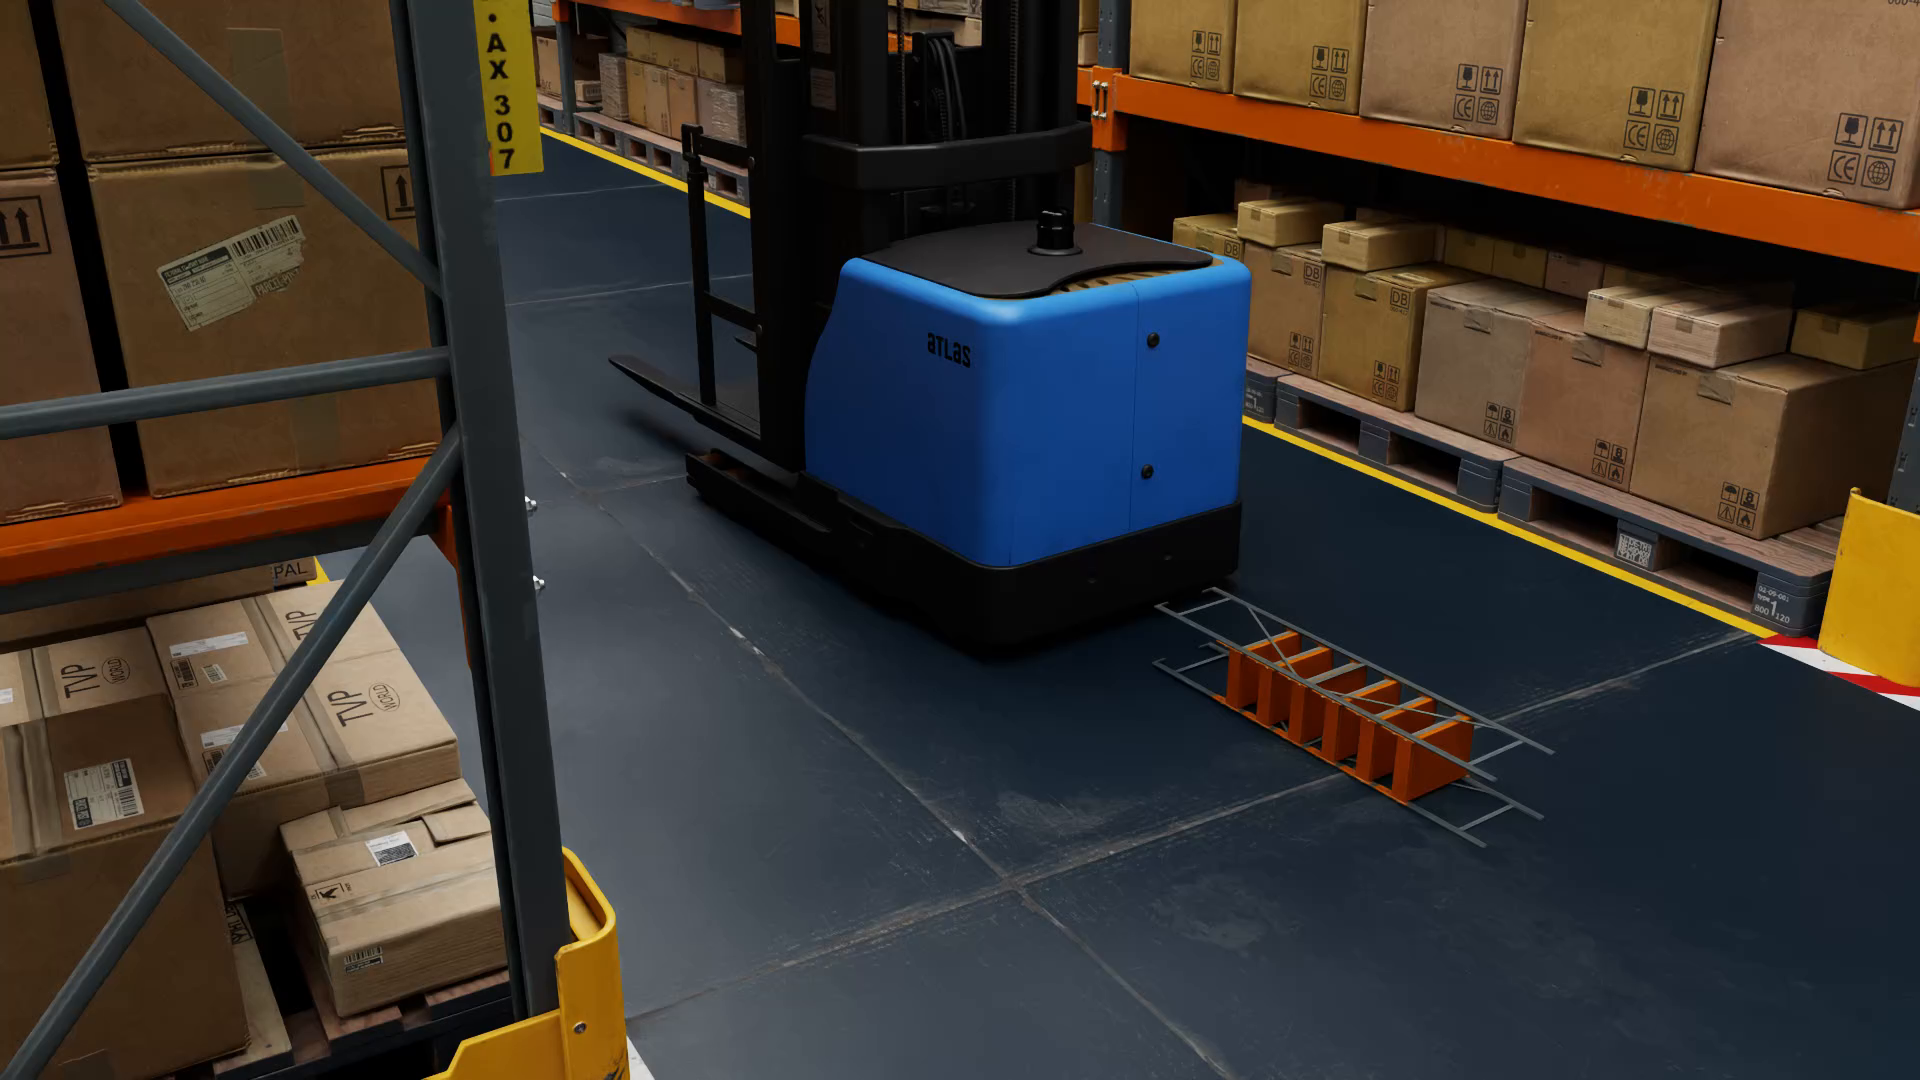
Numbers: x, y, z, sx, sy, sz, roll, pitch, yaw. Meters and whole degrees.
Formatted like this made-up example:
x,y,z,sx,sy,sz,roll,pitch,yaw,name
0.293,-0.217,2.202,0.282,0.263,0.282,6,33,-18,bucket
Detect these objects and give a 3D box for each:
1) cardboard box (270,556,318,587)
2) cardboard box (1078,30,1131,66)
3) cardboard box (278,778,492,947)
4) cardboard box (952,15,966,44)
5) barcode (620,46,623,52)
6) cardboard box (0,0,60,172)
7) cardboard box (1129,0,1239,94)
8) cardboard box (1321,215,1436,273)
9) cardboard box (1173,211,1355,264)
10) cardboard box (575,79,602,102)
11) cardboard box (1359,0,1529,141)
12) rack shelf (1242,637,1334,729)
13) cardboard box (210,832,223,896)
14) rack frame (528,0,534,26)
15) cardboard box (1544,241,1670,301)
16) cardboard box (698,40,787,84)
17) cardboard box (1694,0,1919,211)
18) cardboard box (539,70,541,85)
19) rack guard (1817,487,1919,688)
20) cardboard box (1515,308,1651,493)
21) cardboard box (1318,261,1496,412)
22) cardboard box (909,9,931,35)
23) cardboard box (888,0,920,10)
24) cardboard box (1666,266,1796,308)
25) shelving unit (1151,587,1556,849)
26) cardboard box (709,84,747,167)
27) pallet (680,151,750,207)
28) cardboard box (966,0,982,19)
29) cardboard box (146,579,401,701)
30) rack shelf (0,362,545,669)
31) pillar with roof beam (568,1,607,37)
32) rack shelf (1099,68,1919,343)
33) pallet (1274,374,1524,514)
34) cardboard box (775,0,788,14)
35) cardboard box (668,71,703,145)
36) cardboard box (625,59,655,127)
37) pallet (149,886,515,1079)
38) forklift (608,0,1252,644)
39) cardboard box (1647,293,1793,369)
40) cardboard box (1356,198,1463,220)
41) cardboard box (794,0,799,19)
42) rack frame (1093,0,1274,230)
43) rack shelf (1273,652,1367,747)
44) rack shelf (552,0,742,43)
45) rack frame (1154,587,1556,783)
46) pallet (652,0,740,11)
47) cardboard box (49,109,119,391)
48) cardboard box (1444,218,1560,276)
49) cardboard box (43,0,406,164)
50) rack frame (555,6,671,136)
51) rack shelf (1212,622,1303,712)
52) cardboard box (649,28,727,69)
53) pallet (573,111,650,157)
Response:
x,y,z,sx,sy,sz,roll,pitch,yaw,name
-2.246,-0.058,4.956,0.500,0.311,0.500,-13,25,-28,cardboard box
0.676,-2.374,7.976,0.380,0.149,0.250,-12,25,-28,cardboard box
-1.167,0.649,3.410,0.380,0.166,0.250,-13,25,-28,cardboard box
0.180,-2.710,8.802,0.380,0.149,0.250,-13,25,-28,cardboard box
-3.064,-4.431,15.039,0.001,0.075,0.075,-13,25,-28,barcode
-1.585,-0.778,2.281,0.500,0.500,0.500,-13,25,-29,cardboard box
1.355,-2.386,7.301,0.980,0.700,0.700,-12,25,-27,cardboard box
1.671,-1.187,6.647,0.380,0.149,0.250,-13,26,-30,cardboard box
1.386,-1.201,7.544,0.700,0.500,0.500,-12,25,-28,cardboard box
-3.293,-4.074,15.031,0.380,0.166,0.250,-17,27,-35,cardboard box
2.104,-1.915,6.142,0.980,0.700,0.700,-14,26,-31,cardboard box
0.910,0.389,4.592,0.258,0.180,0.103,-15,27,-32,rack shelf
-1.740,0.654,3.396,0.380,0.166,0.250,-13,25,-28,cardboard box
-5.037,-6.311,17.354,1.000,3.000,0.127,-13,25,-28,rack frame
2.410,-1.001,6.191,0.380,0.149,0.250,-12,25,-27,cardboard box
-1.601,-3.534,12.261,0.500,0.250,0.500,-12,25,-27,cardboard box
2.867,-1.433,4.956,0.980,0.700,0.700,-11,25,-26,cardboard box
-3.794,-4.421,15.905,0.380,0.149,0.250,-15,26,-32,cardboard box
3.148,0.034,5.063,1.175,0.500,0.348,-13,25,-28,rack guard
2.436,-0.537,5.911,0.700,0.500,0.500,-13,25,-28,cardboard box
1.900,-0.871,6.733,0.700,0.500,0.500,-12,25,-27,cardboard box
-0.061,-2.882,9.225,0.380,0.149,0.250,-12,25,-27,cardboard box
-0.138,-3.209,9.168,0.500,0.500,0.500,-12,25,-27,cardboard box
2.668,-0.838,5.789,0.380,0.149,0.250,-13,25,-28,cardboard box
1.005,0.440,4.468,0.258,0.189,1.200,-15,27,-32,shelving unit
-1.364,-2.990,11.919,0.700,0.500,0.500,-12,25,-27,cardboard box
-1.349,-2.682,12.131,1.003,0.211,1.213,-13,25,-28,pallet
0.371,-2.884,8.368,0.500,0.500,0.500,-12,25,-28,cardboard box
-1.666,0.338,4.063,0.500,0.250,0.500,-13,25,-28,cardboard box
-2.143,-0.491,3.992,1.077,0.370,4.000,-13,25,-28,rack shelf
-7.637,-8.202,14.039,9.100,9.000,0.400,-13,25,-28,pillar with roof beam
2.114,-1.445,6.339,1.077,0.370,4.000,-13,25,-28,rack shelf
2.041,-0.478,6.707,1.003,0.211,1.213,-13,25,-28,pallet
-0.982,-3.463,10.654,0.380,0.149,0.250,-13,26,-29,cardboard box
-1.805,-3.334,12.767,0.700,0.500,0.500,-13,25,-29,cardboard box
-2.297,-3.669,13.590,0.700,0.500,0.500,-13,26,-29,cardboard box
-1.568,0.832,3.484,1.003,0.211,1.213,-13,25,-28,pallet
-0.362,-1.548,5.729,1.130,2.935,3.031,-15,27,-33,forklift
2.470,-0.682,5.407,0.380,0.149,0.250,-13,25,-29,cardboard box
1.889,-1.331,7.003,0.380,0.149,0.250,-14,26,-30,cardboard box
-0.798,-3.277,10.198,0.380,0.149,0.250,-12,25,-27,cardboard box
1.092,-2.426,7.797,1.000,3.000,0.127,-13,25,-28,rack frame
0.979,0.426,4.502,0.258,0.180,0.103,-15,27,-32,rack shelf
-1.973,-4.035,12.711,1.077,0.370,4.000,-13,25,-28,rack shelf
1.005,0.356,4.433,0.240,0.006,1.200,-15,27,-32,rack frame
-1.406,-3.842,11.536,1.213,0.211,1.003,-13,25,-28,pallet
-1.389,-0.584,3.132,0.500,0.500,0.500,-13,25,-29,cardboard box
2.150,-1.166,6.597,0.380,0.149,0.250,-13,26,-29,cardboard box
-1.121,-0.881,2.535,0.500,0.500,0.500,-12,25,-27,cardboard box
-2.994,-5.016,14.168,1.000,3.000,0.127,-13,25,-28,rack frame
0.841,0.351,4.683,0.258,0.180,0.103,-15,27,-32,rack shelf
-2.107,-3.864,13.075,0.500,0.250,0.500,-13,26,-30,cardboard box
-2.595,-3.472,14.074,1.003,0.211,1.213,-13,25,-28,pallet
